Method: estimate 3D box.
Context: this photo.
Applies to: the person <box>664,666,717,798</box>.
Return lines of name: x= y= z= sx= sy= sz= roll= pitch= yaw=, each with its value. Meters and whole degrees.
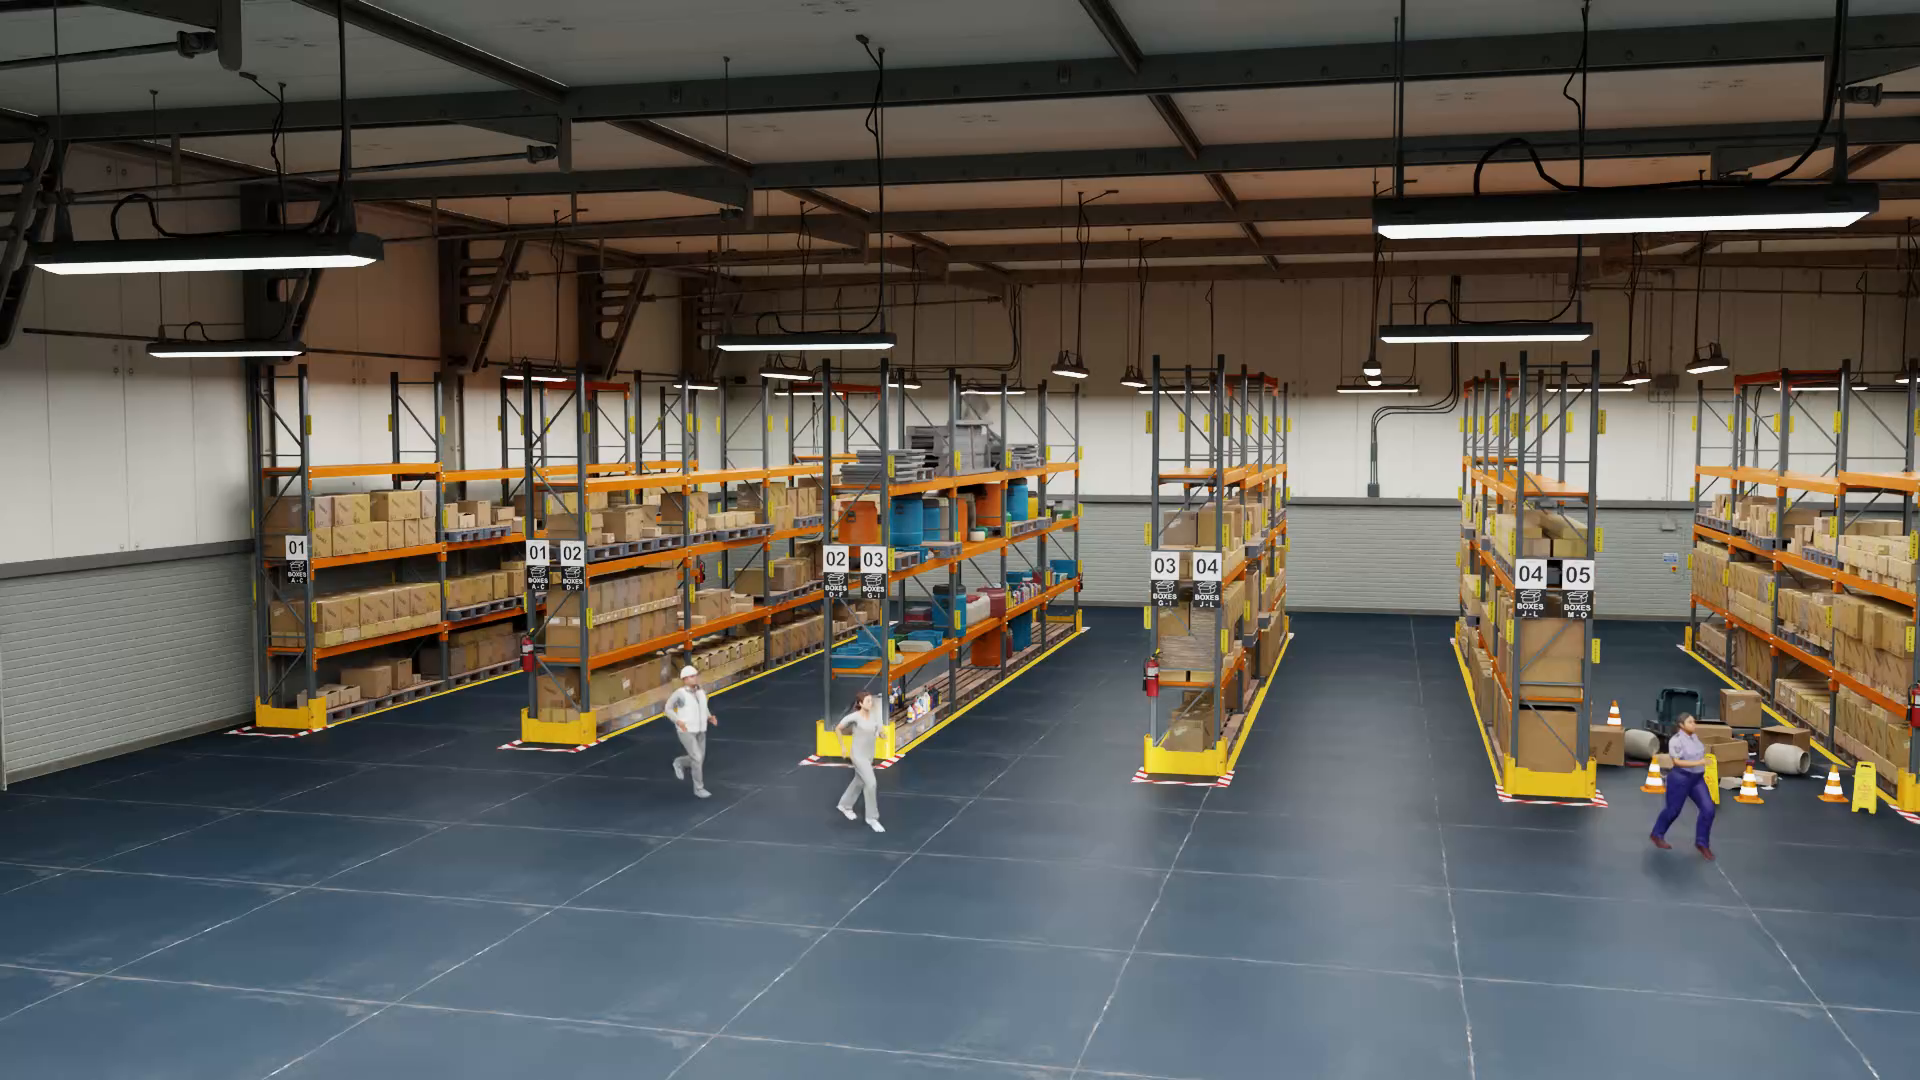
person: x=-3.672 y=2.585 z=22.570 sx=0.819 sy=1.763 sz=0.662 roll=3 pitch=5 yaw=39

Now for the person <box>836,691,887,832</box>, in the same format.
person: x=-1.231 y=2.728 z=20.703 sx=0.856 sy=1.715 sz=0.535 roll=3 pitch=5 yaw=38

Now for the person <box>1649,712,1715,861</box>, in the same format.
person: x=8.432 y=2.851 z=19.330 sx=0.578 sy=1.710 sz=0.774 roll=-2 pitch=4 yaw=-25
